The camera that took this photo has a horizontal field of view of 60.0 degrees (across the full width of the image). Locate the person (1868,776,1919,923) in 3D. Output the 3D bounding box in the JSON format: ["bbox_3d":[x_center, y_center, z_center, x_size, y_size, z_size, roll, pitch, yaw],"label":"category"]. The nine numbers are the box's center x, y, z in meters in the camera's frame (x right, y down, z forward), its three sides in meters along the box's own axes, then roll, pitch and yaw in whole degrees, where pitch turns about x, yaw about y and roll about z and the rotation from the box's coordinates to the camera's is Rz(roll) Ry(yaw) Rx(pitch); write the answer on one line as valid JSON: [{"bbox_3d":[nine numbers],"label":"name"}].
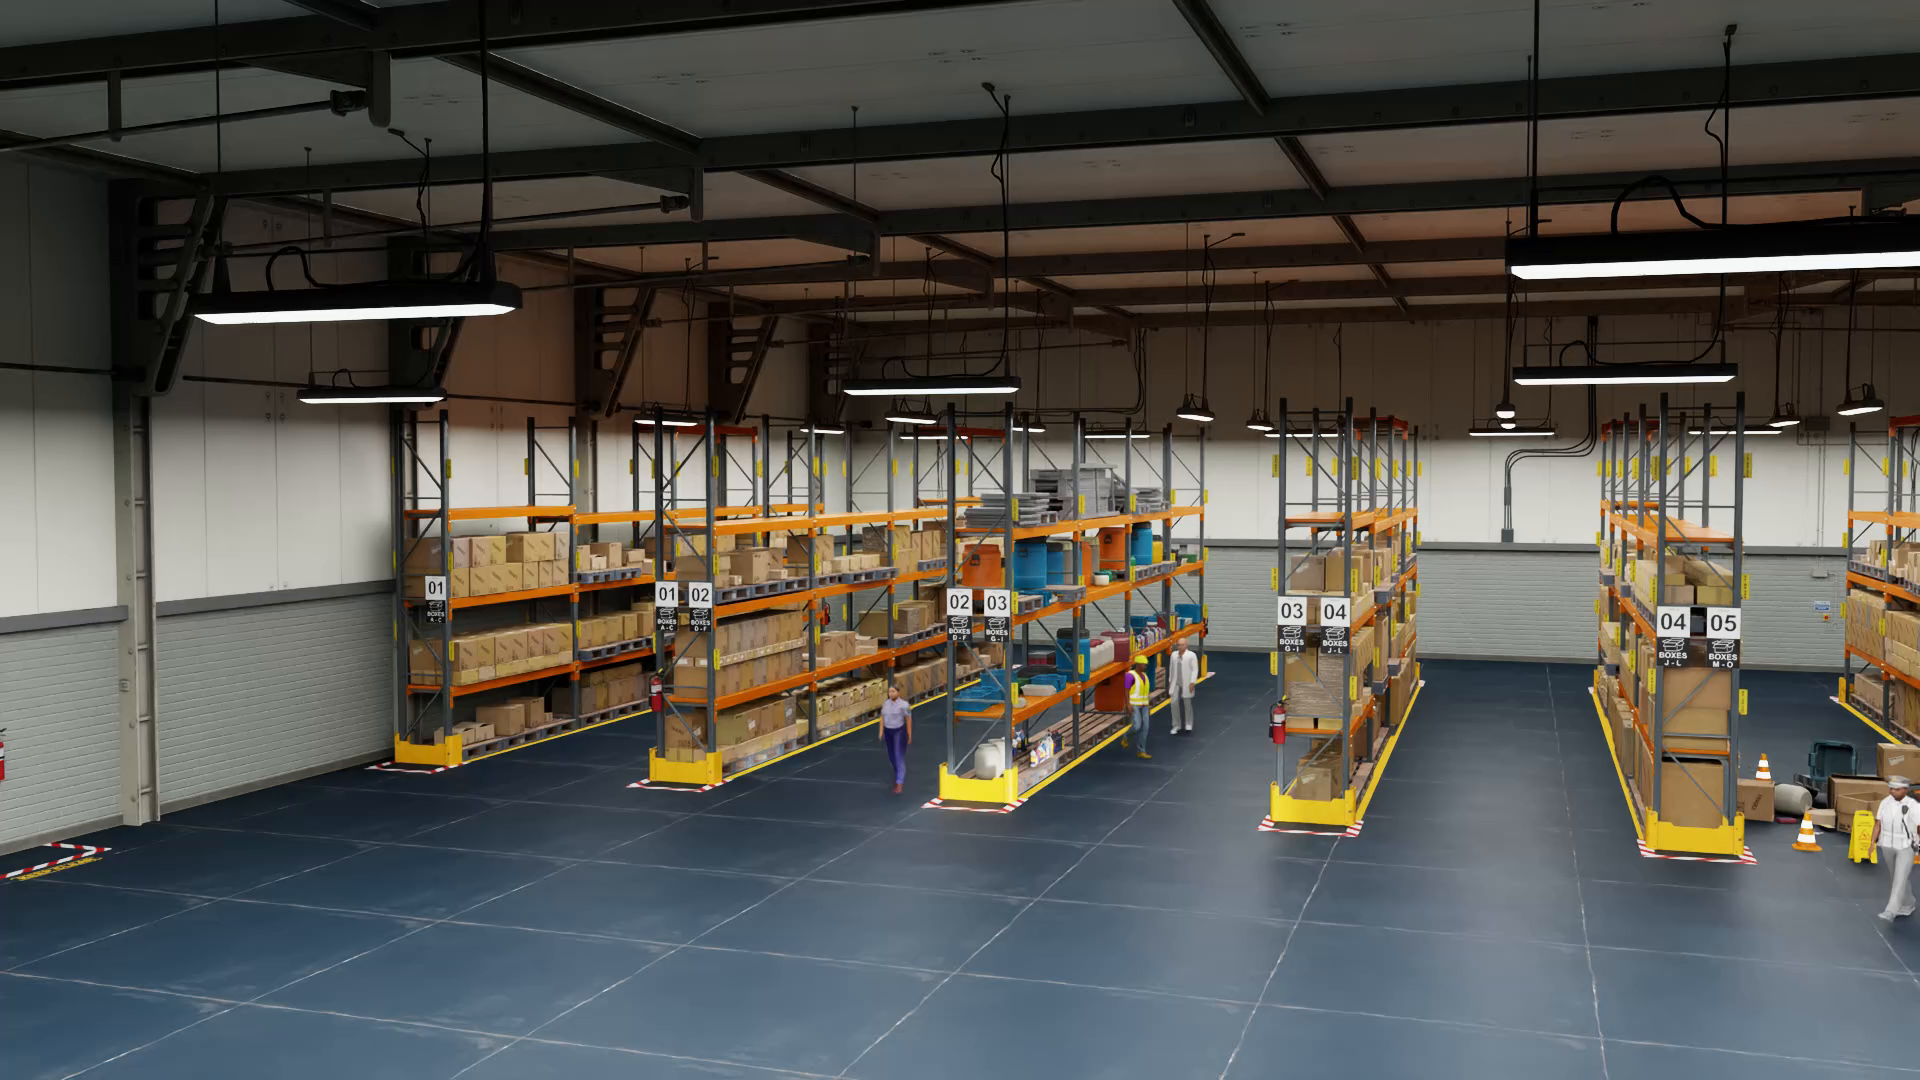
[{"bbox_3d":[10.295,3.392,18.322,1.063,1.603,0.473,-1,3,-30],"label":"person"}]

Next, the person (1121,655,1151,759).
[{"bbox_3d":[3.073,2.884,28.809,0.624,1.764,0.596,-2,3,-38],"label":"person"}]

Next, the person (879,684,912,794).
[{"bbox_3d":[-0.991,3.079,26.018,0.623,1.637,0.768,2,3,38],"label":"person"}]

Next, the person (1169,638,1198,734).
[{"bbox_3d":[4.233,2.774,31.642,0.651,1.828,0.658,2,3,33],"label":"person"}]
